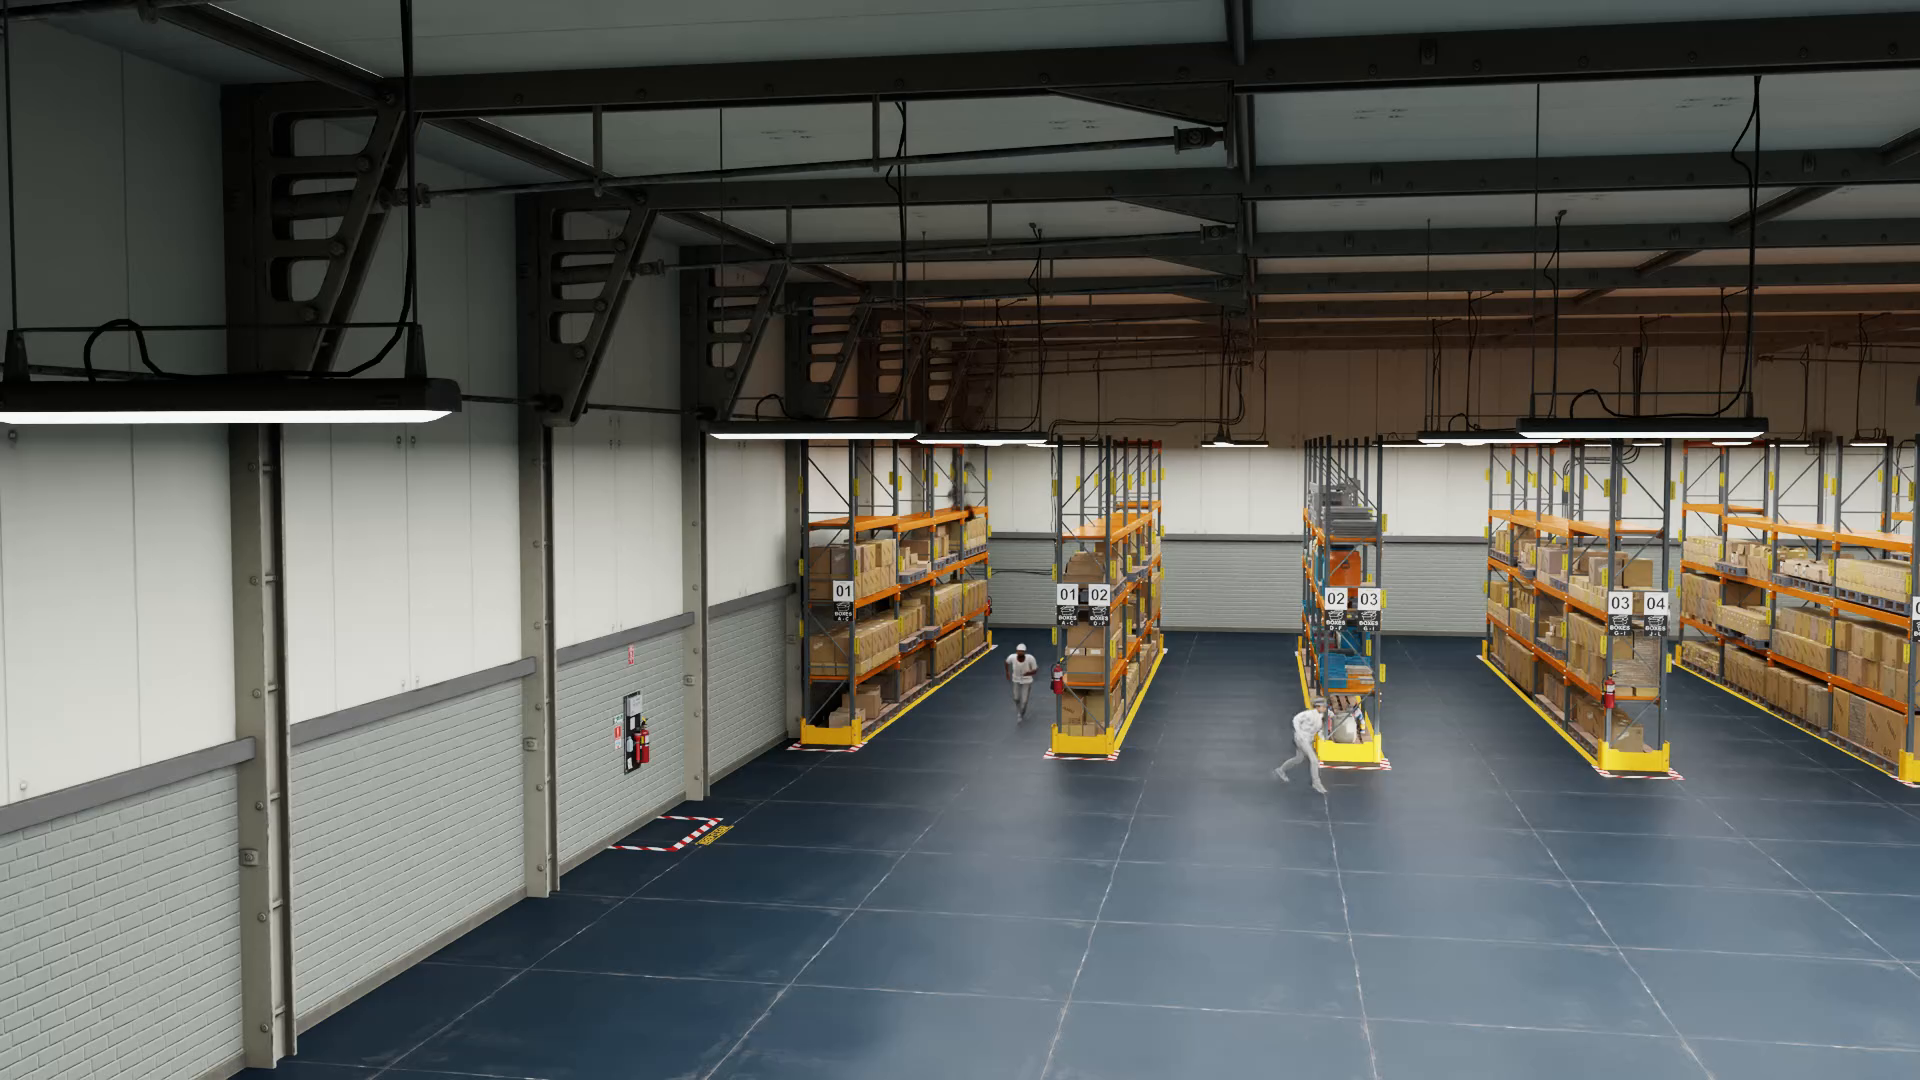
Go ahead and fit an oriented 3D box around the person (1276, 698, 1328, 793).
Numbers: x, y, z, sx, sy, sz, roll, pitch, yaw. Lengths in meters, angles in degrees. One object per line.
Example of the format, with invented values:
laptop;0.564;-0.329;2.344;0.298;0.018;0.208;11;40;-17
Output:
person;5.747;3.432;28.031;0.980;1.628;0.655;3;4;44

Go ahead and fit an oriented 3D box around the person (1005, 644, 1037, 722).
person;1.273;3.002;34.836;0.684;1.681;0.711;0;3;4

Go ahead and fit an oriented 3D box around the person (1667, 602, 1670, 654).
person;19.189;2.444;45.460;0.591;1.666;0.598;-1;3;-13
